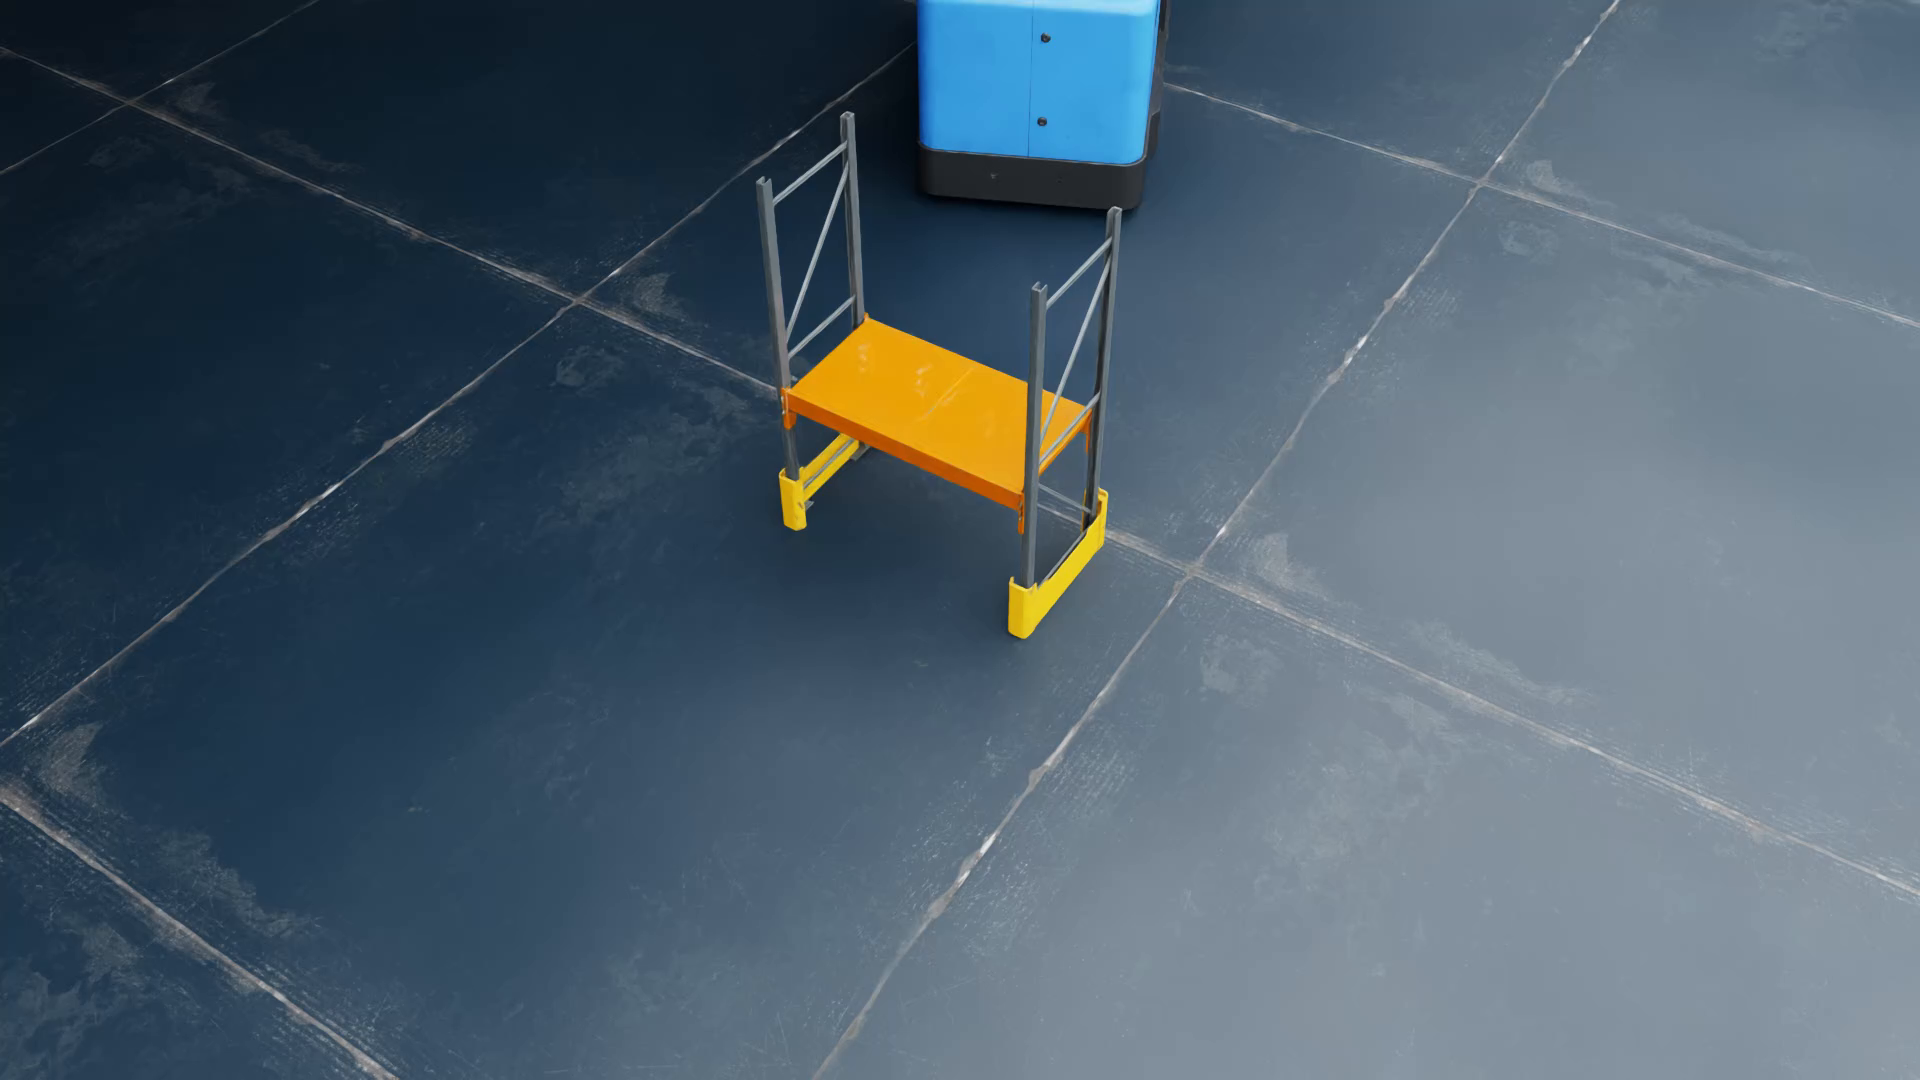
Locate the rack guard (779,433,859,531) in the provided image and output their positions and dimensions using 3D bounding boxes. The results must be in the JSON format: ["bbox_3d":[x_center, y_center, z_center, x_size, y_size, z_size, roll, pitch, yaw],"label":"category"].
[{"bbox_3d":[-0.483,-0.309,6.376,0.087,0.250,0.587,25,51,22],"label":"rack guard"}]

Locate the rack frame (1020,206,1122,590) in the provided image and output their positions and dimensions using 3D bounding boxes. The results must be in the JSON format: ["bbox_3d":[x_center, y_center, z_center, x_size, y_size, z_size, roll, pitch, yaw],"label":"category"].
[{"bbox_3d":[0.356,-0.359,5.553,0.032,1.500,0.500,25,51,22],"label":"rack frame"}]

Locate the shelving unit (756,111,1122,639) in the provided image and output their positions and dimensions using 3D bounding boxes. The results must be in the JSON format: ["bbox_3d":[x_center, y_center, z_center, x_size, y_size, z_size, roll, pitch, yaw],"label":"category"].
[{"bbox_3d":[-0.064,-0.552,5.741,1.083,1.500,0.587,25,51,22],"label":"shelving unit"}]

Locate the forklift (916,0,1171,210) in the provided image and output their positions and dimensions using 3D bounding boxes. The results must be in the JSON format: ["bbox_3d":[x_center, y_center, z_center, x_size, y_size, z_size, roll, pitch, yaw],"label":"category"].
[{"bbox_3d":[0.524,-3.598,7.702,1.130,2.935,3.031,6,46,6],"label":"forklift"}]

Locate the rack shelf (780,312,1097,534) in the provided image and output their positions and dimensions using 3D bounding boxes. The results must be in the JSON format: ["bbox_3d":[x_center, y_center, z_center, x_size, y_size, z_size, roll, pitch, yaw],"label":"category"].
[{"bbox_3d":[-0.072,-0.430,5.873,1.000,0.185,0.538,25,51,22],"label":"rack shelf"}]

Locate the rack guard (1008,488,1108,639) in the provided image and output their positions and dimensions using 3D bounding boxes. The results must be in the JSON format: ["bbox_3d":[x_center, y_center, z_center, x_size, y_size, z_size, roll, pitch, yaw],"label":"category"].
[{"bbox_3d":[0.355,0.076,6.002,0.087,0.250,0.587,25,51,22],"label":"rack guard"}]

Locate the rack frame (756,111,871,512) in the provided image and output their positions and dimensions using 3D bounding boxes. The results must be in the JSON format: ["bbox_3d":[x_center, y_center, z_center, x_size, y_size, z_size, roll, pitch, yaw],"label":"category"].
[{"bbox_3d":[-0.500,-0.753,5.935,0.032,1.500,0.500,25,51,22],"label":"rack frame"}]
